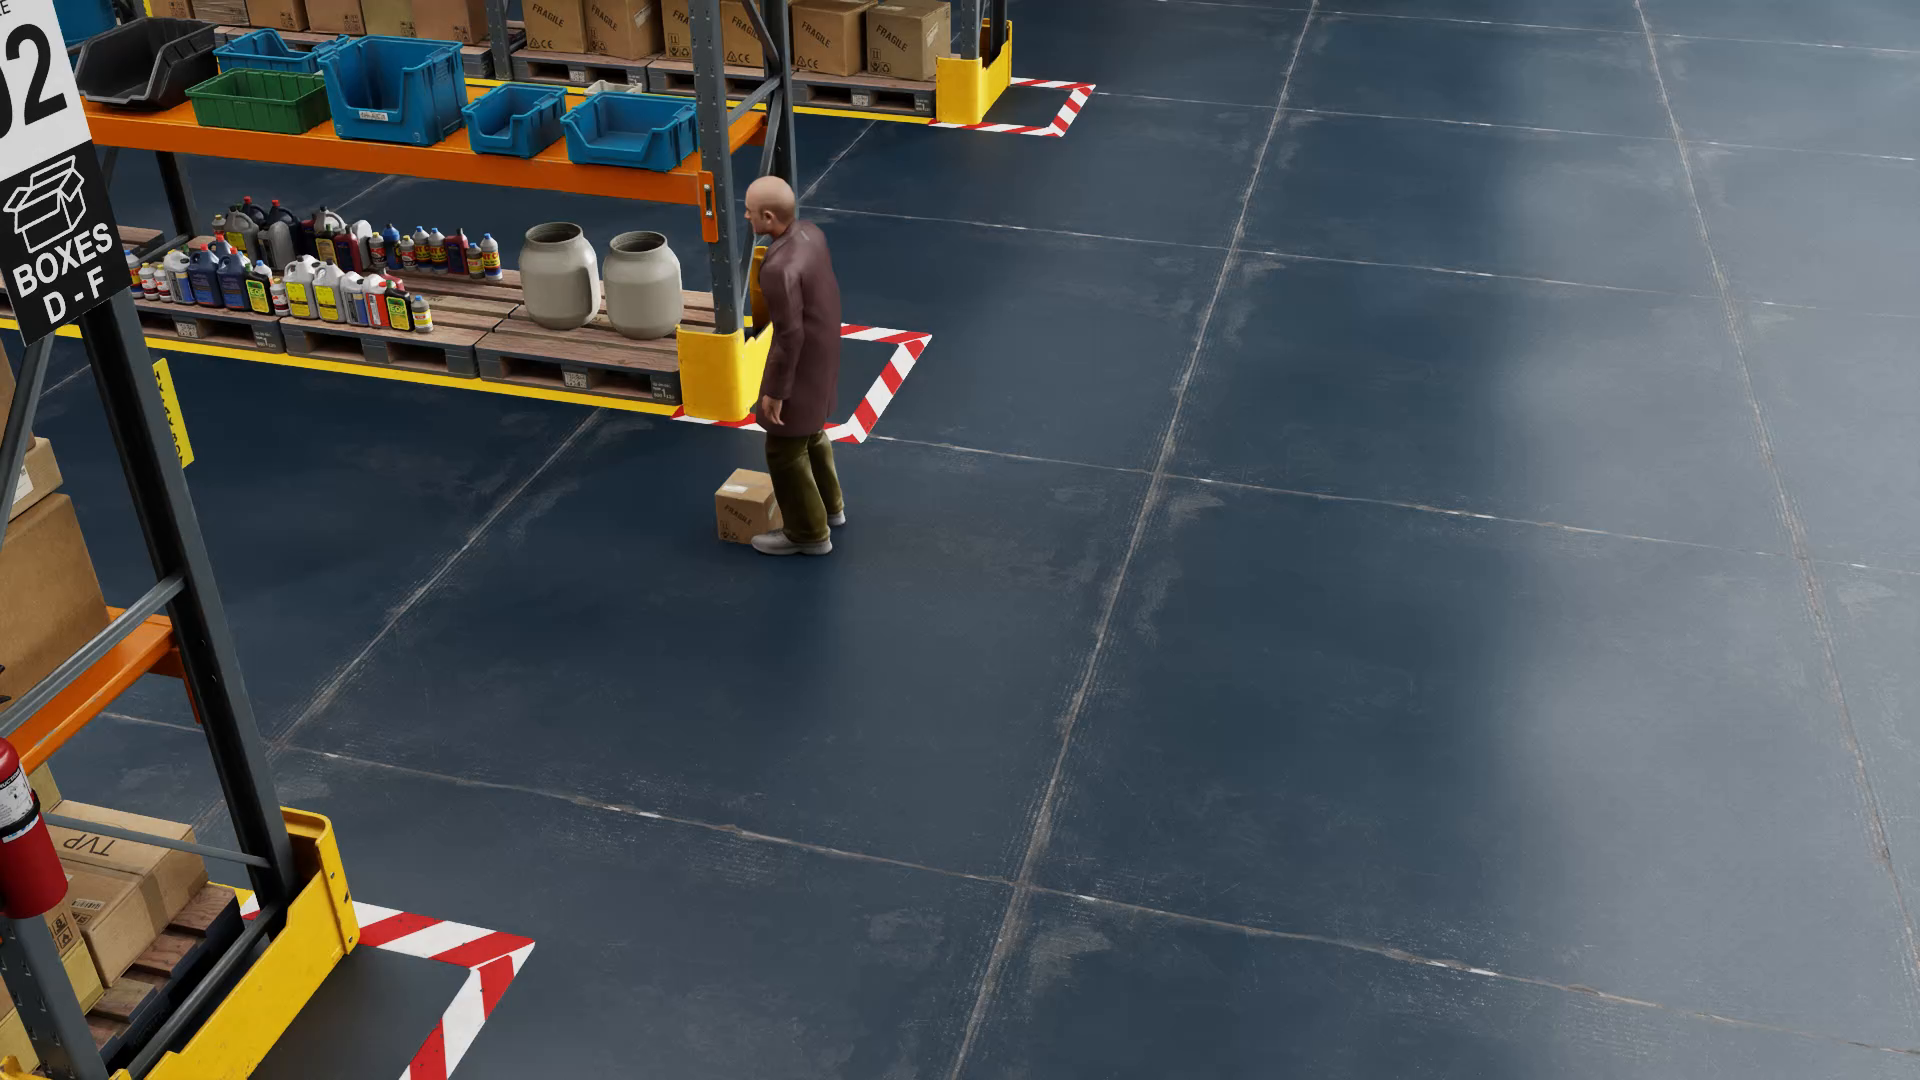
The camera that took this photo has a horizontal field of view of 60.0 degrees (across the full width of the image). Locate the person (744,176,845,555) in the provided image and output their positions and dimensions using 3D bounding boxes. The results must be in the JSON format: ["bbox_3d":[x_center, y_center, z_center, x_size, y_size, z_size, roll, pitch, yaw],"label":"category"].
[{"bbox_3d":[-0.730,-0.755,7.343,0.420,1.772,0.649,6,33,9],"label":"person"}]
